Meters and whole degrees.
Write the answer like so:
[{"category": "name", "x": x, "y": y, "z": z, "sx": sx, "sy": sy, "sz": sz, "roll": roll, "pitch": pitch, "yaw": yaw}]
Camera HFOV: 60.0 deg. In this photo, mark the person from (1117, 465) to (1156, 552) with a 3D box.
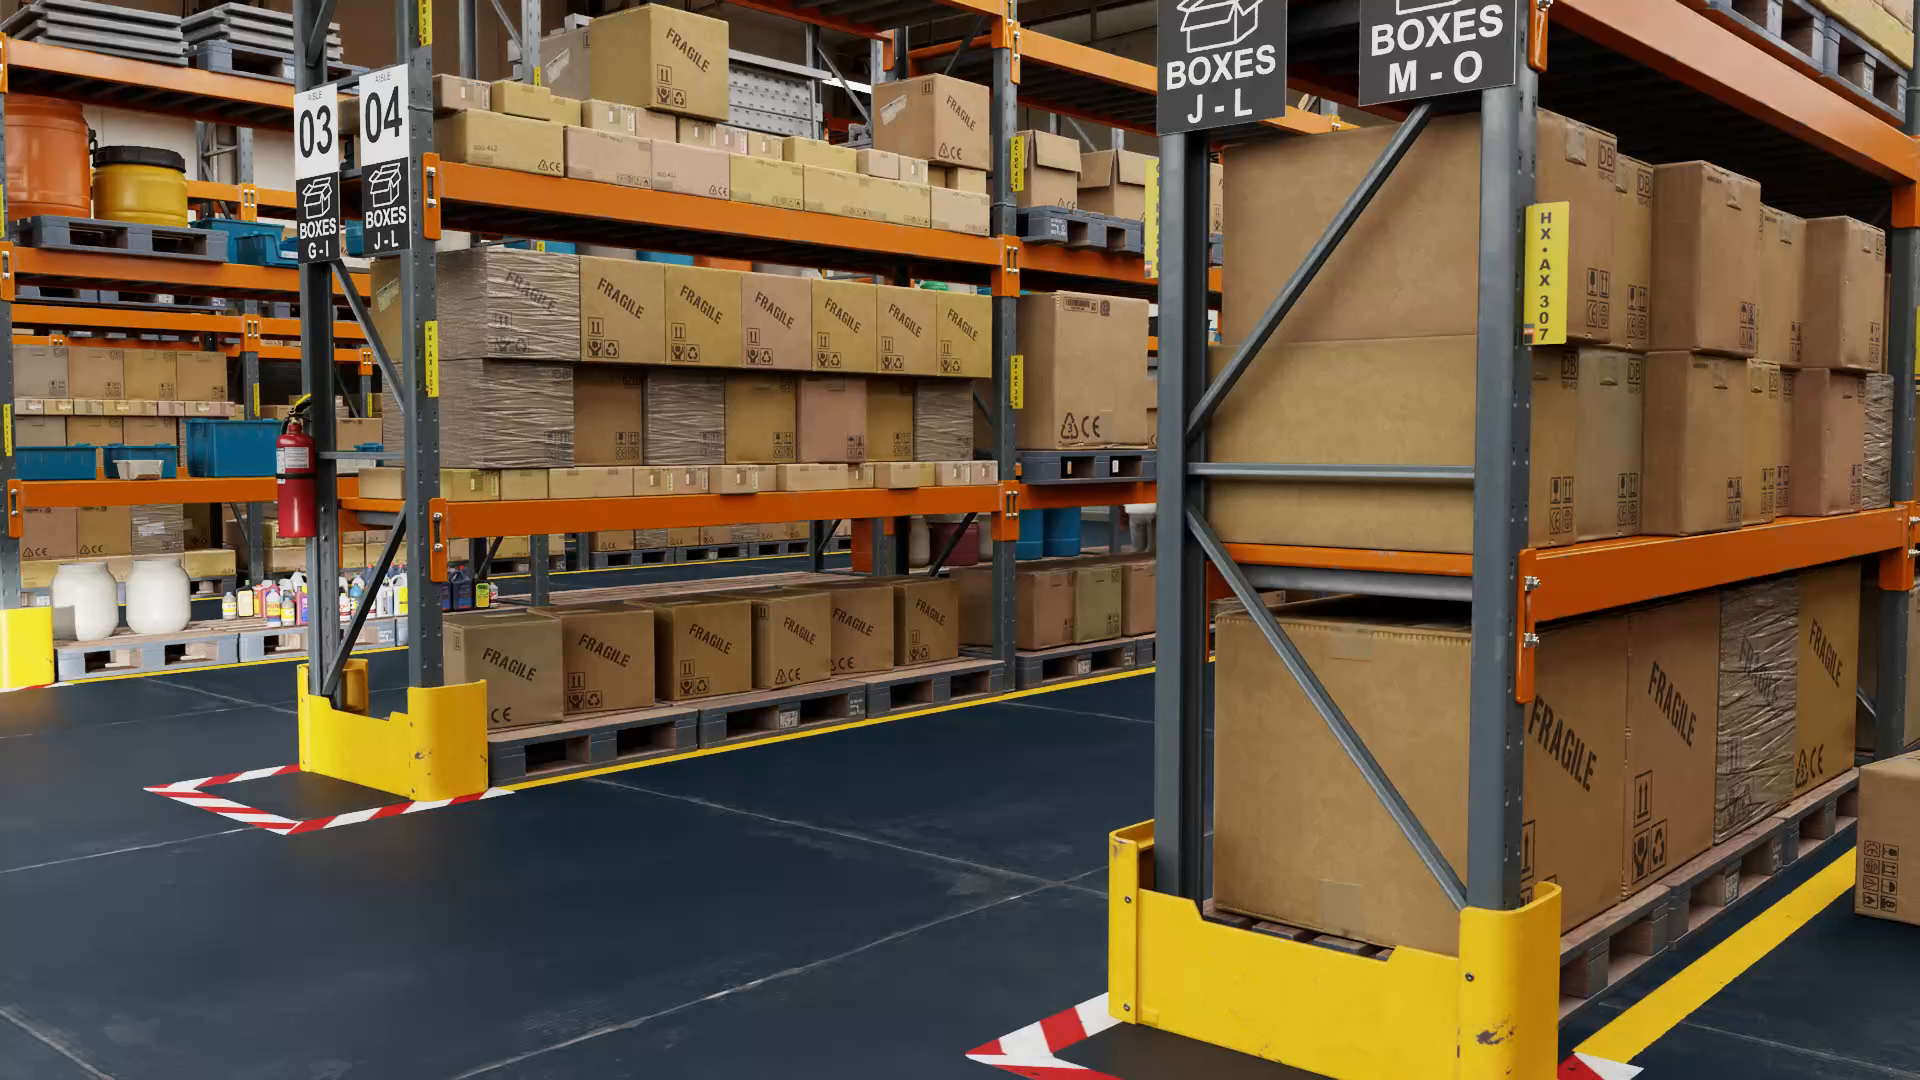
[{"category": "person", "x": 1.693, "y": -0.248, "z": 15.130, "sx": 0.576, "sy": 1.753, "sz": 0.497, "roll": 2, "pitch": 4, "yaw": 33}]
